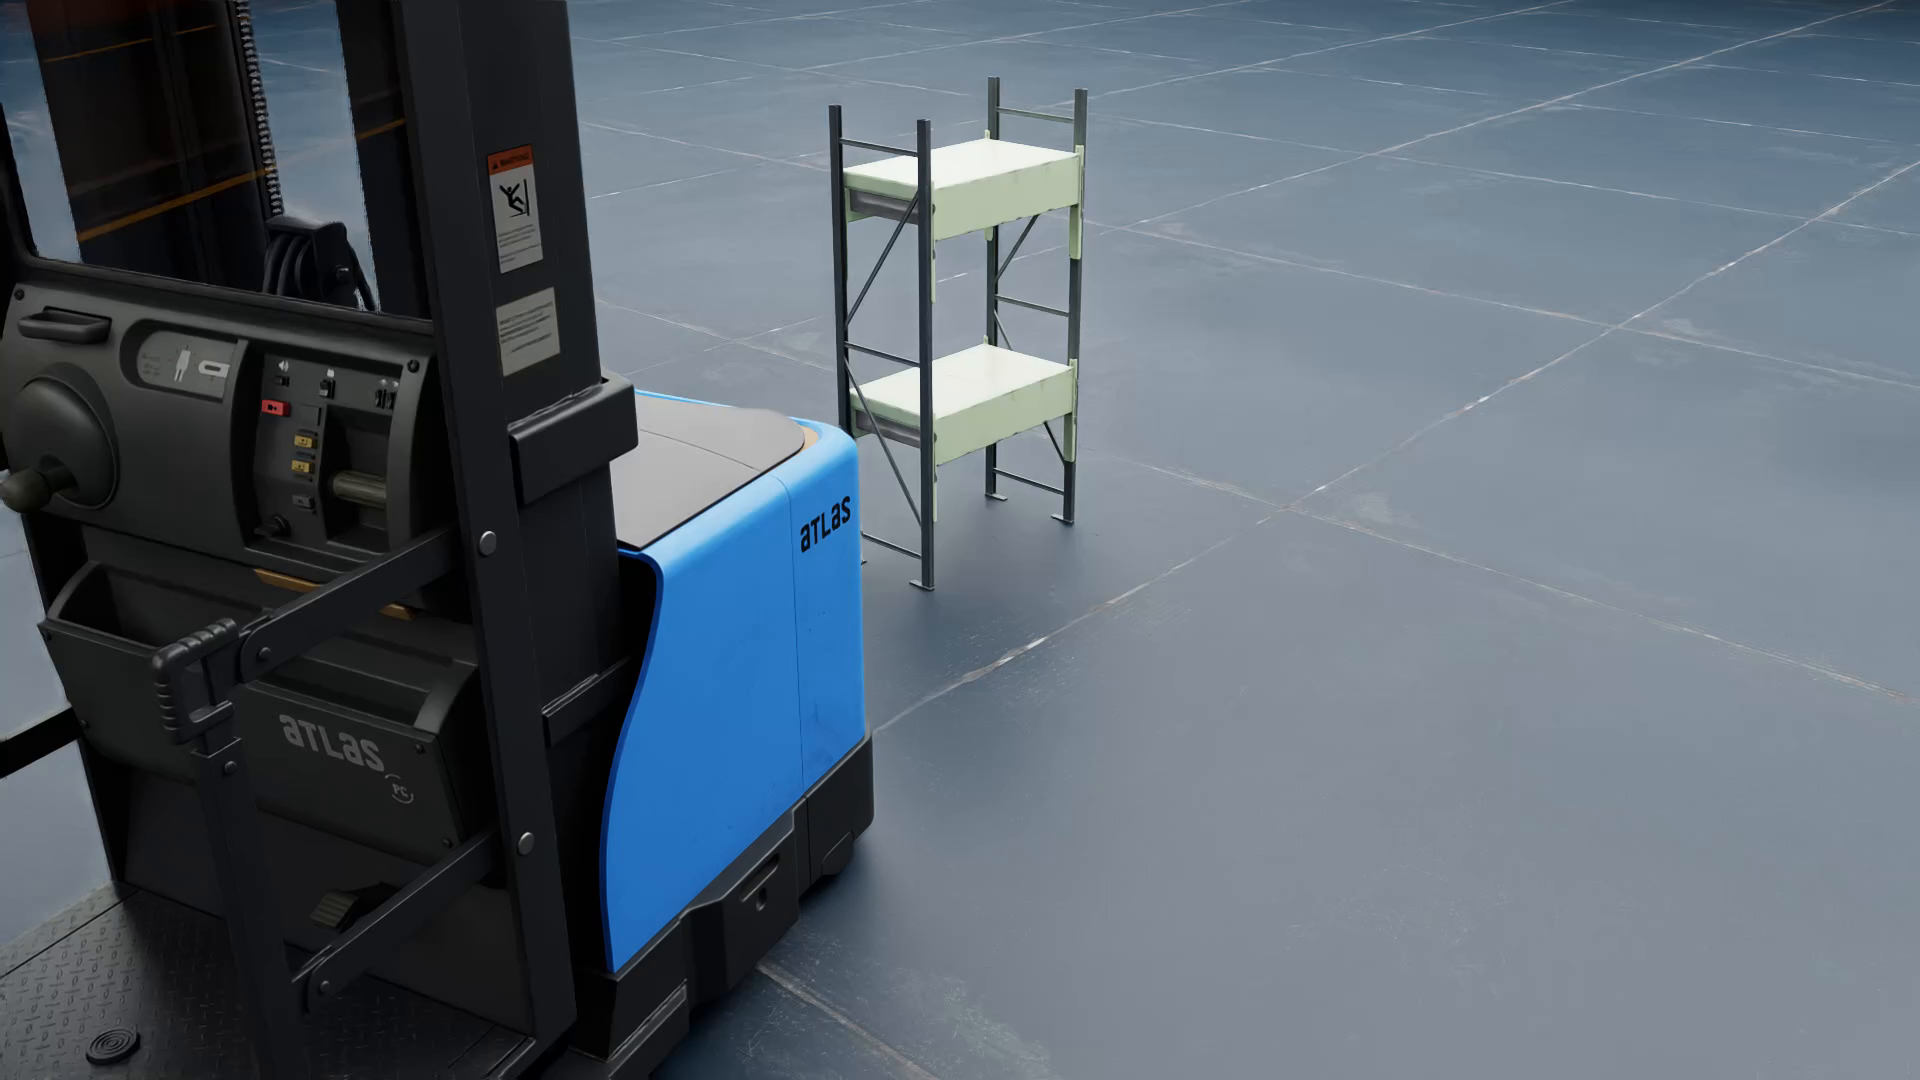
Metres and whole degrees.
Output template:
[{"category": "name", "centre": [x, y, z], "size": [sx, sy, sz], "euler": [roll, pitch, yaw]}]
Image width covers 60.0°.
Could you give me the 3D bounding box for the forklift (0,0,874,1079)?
[{"category": "forklift", "centre": [-1.315, -0.156, 2.516], "size": [1.130, 2.935, 3.031], "euler": [11, 27, 24]}]

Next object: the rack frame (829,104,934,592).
[{"category": "rack frame", "centre": [-0.240, -0.575, 5.199], "size": [0.400, 1.500, 0.023], "euler": [20, 31, 38]}]

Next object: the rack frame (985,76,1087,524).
[{"category": "rack frame", "centre": [0.249, -0.798, 5.696], "size": [0.400, 1.500, 0.023], "euler": [20, 31, 38]}]

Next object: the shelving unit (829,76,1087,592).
[{"category": "shelving unit", "centre": [0.004, -0.686, 5.448], "size": [0.431, 1.500, 0.755], "euler": [20, 31, 38]}]

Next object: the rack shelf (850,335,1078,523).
[{"category": "rack shelf", "centre": [0.004, -0.389, 5.581], "size": [0.431, 0.370, 0.720], "euler": [20, 31, 38]}]

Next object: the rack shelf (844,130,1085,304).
[{"category": "rack shelf", "centre": [0.004, -1.042, 5.288], "size": [0.431, 0.370, 0.720], "euler": [20, 31, 38]}]
